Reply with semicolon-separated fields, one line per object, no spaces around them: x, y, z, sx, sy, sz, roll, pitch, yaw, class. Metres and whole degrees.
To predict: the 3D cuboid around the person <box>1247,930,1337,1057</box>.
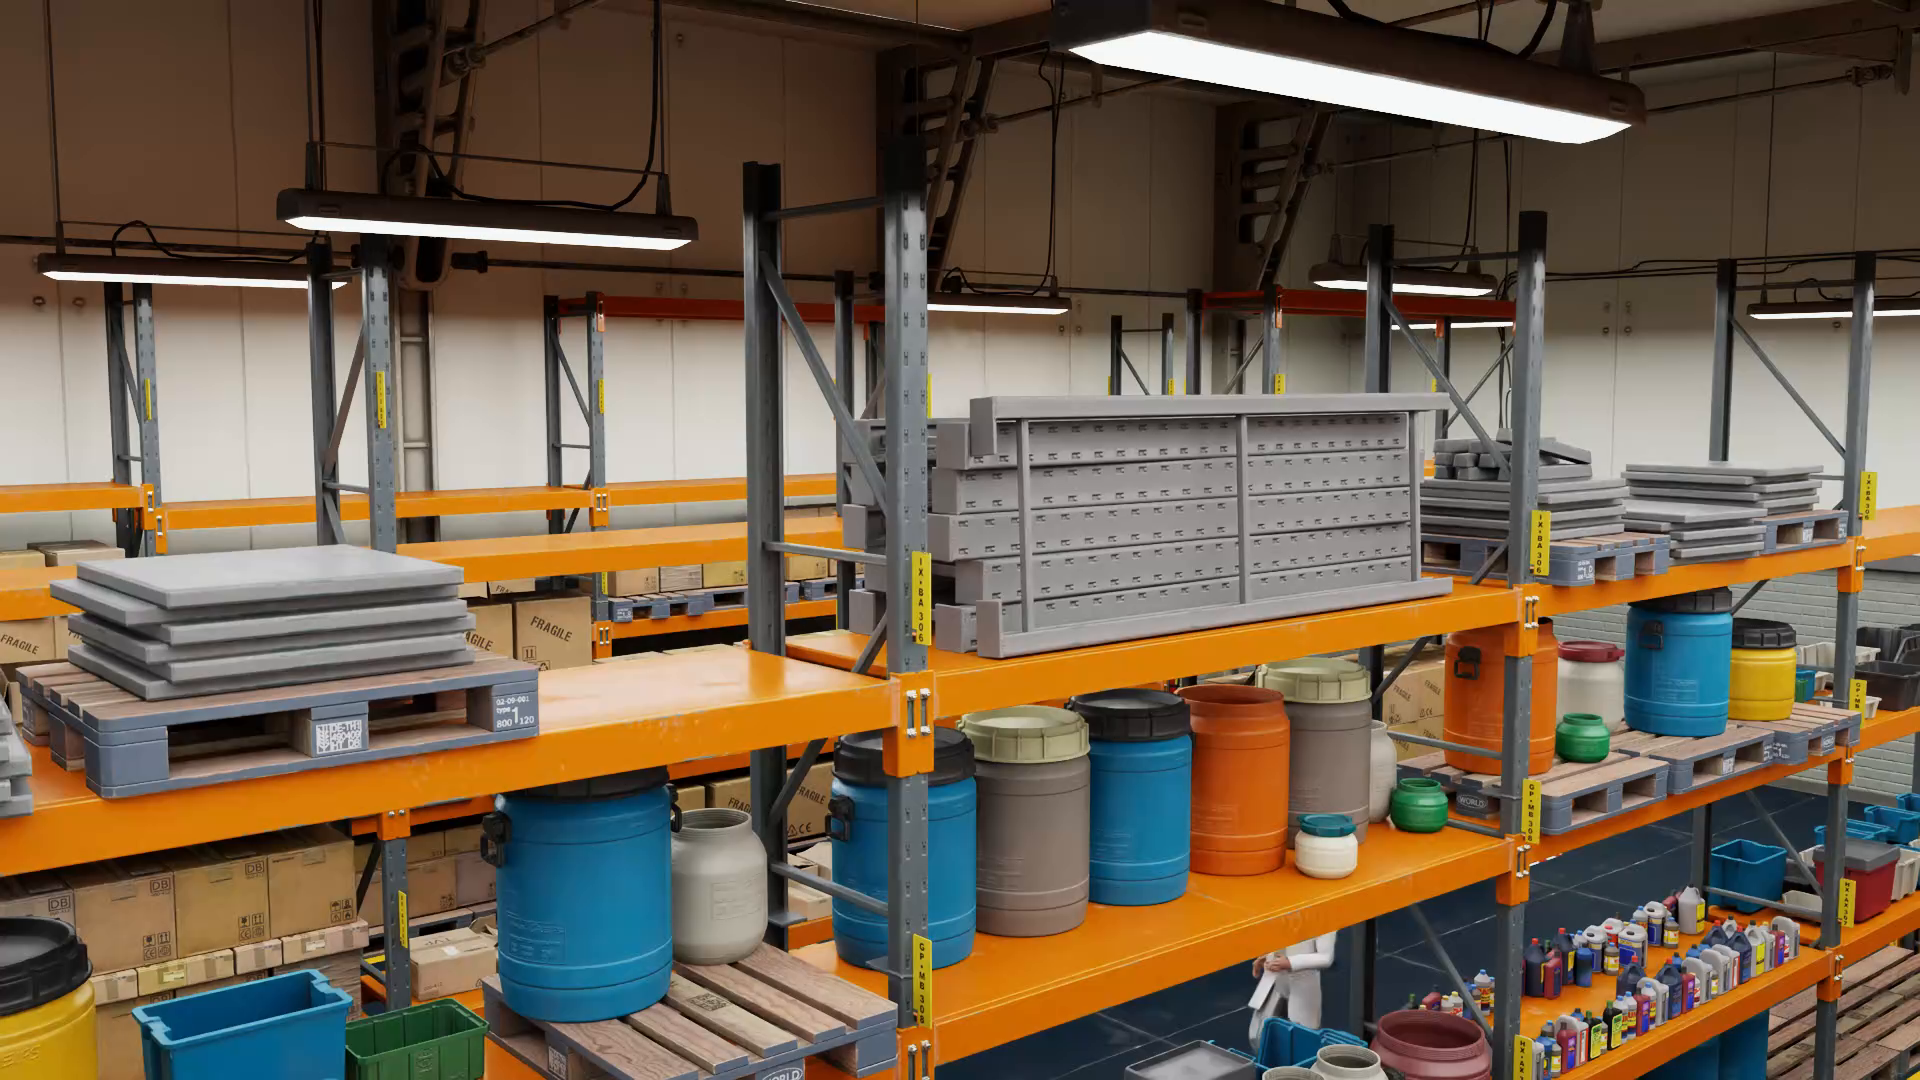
2.316;3.183;11.710;0.684;1.724;0.738;5;7;41;person
